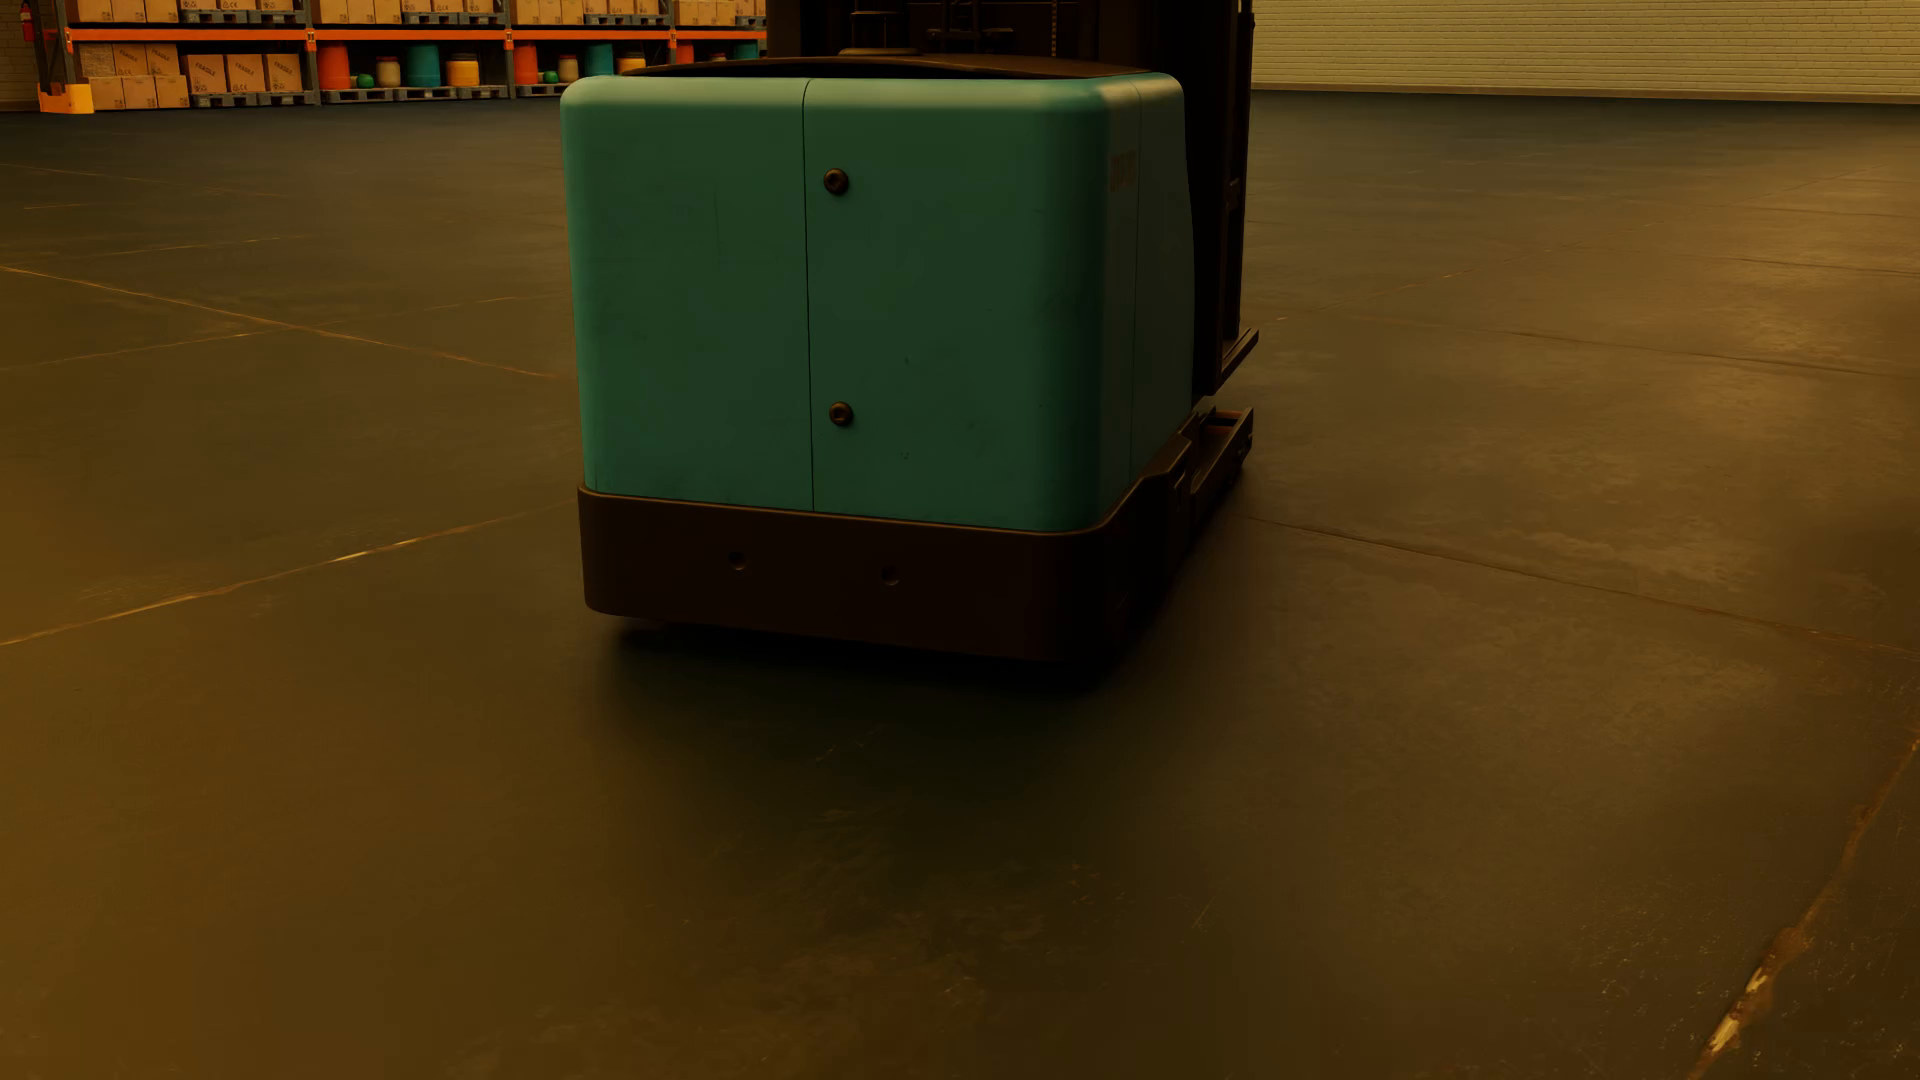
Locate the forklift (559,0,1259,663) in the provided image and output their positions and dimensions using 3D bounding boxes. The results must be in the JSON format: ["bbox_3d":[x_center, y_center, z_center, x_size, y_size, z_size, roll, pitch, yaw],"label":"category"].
[{"bbox_3d":[0.182,-1.571,4.072,1.130,2.935,3.031,5,18,17],"label":"forklift"}]
